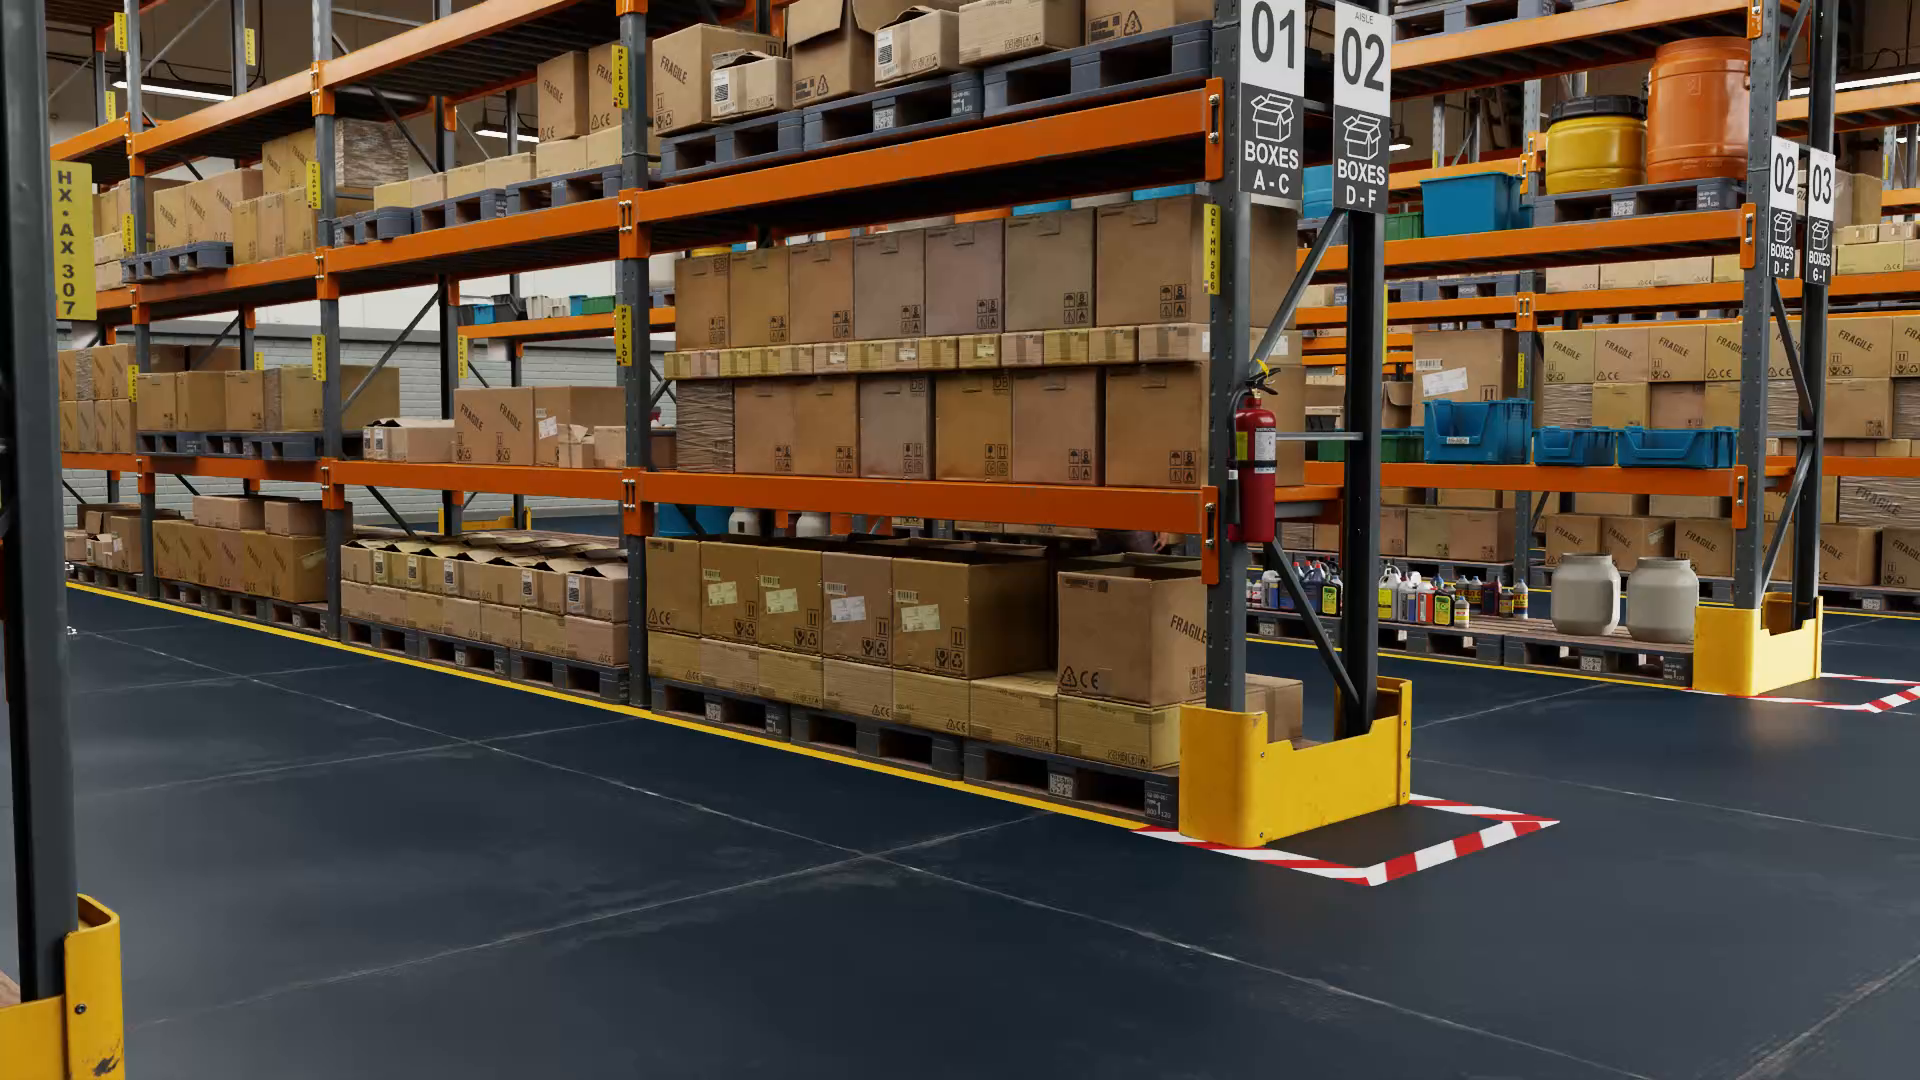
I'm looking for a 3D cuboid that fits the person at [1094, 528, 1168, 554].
[{"bbox_3d":[1.114,-0.064,11.061,0.420,1.721,0.581,-4,5,-43],"label":"person"}]
